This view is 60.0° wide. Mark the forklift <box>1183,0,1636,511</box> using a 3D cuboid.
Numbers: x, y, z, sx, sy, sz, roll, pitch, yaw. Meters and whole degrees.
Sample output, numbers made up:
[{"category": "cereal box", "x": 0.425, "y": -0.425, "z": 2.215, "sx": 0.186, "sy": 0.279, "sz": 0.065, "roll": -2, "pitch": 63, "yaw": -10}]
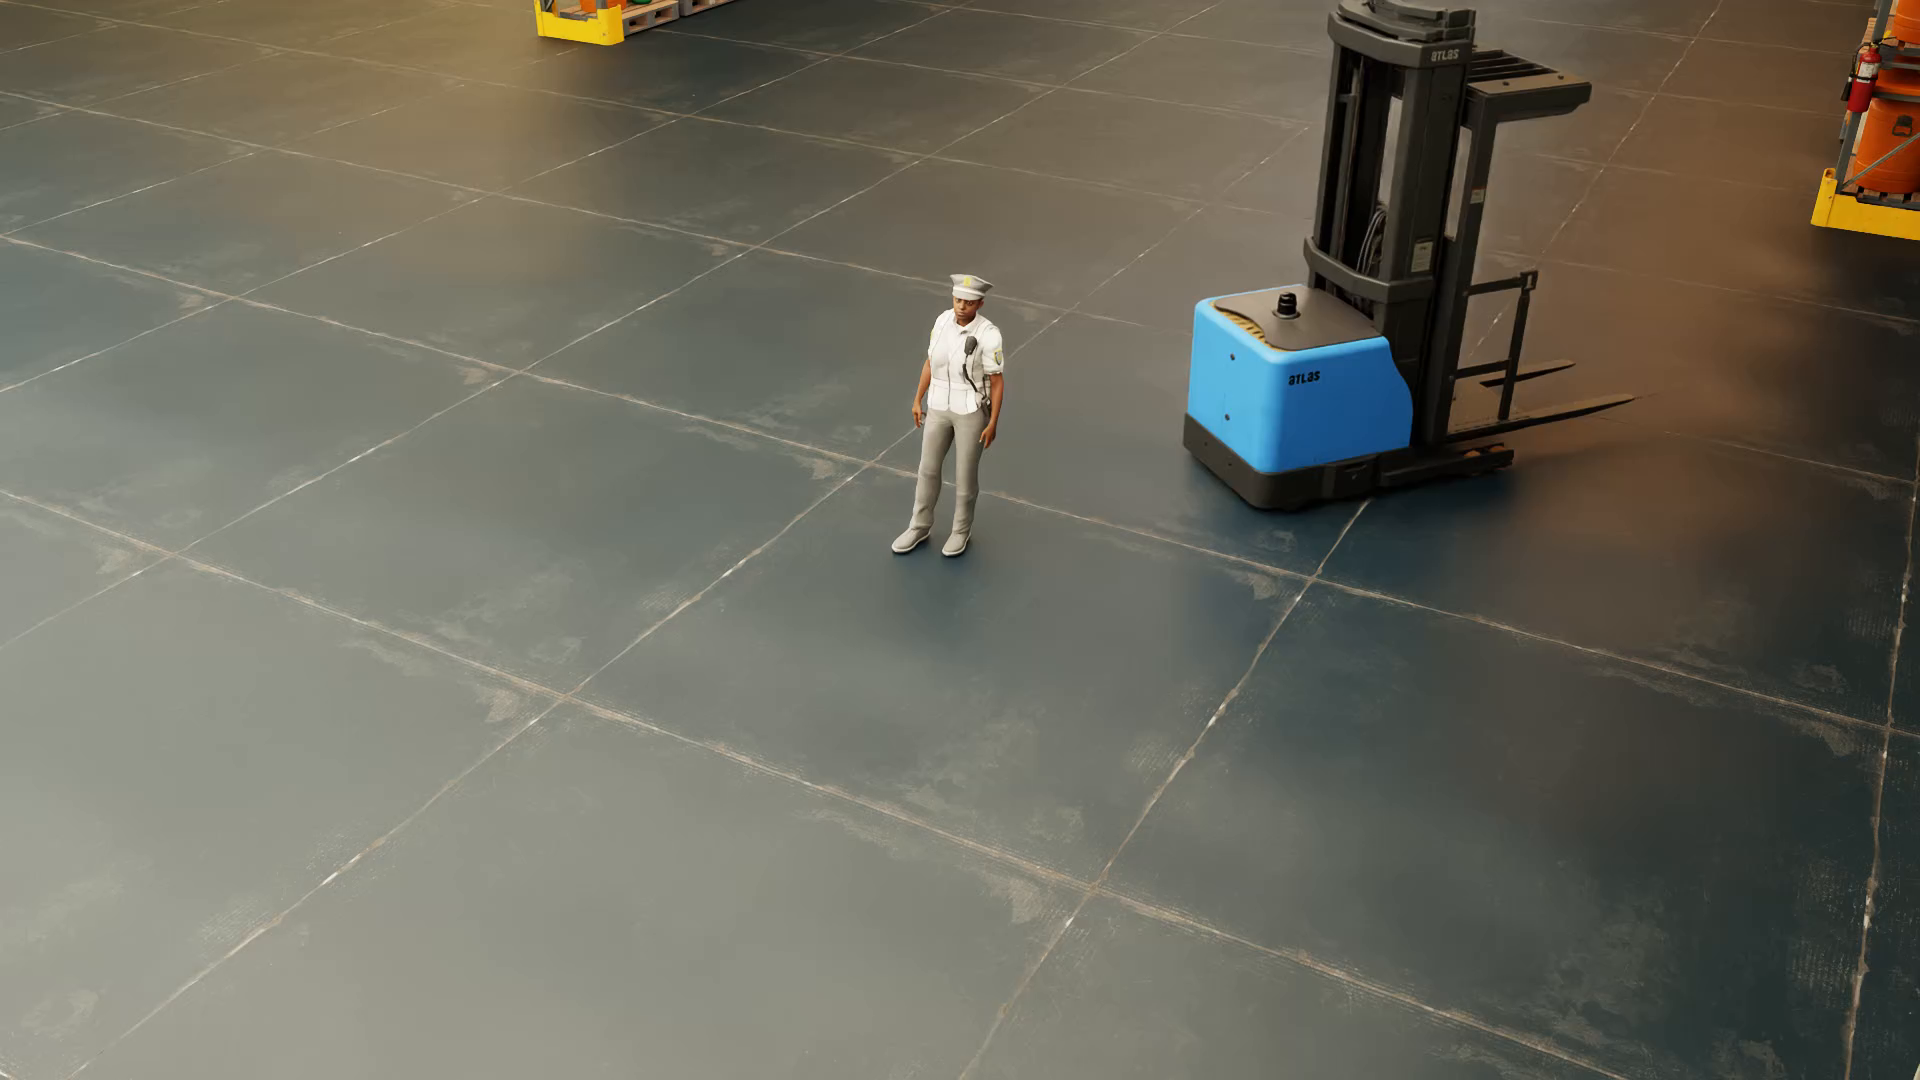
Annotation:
[{"category": "forklift", "x": 3.035, "y": -1.908, "z": 10.376, "sx": 3.031, "sy": 2.935, "sz": 1.130, "roll": -11, "pitch": 32, "yaw": -19}]

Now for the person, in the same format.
[{"category": "person", "x": -0.053, "y": -0.712, "z": 9.526, "sx": 0.570, "sy": 1.697, "sz": 0.528, "roll": 15, "pitch": 33, "yaw": 25}]
